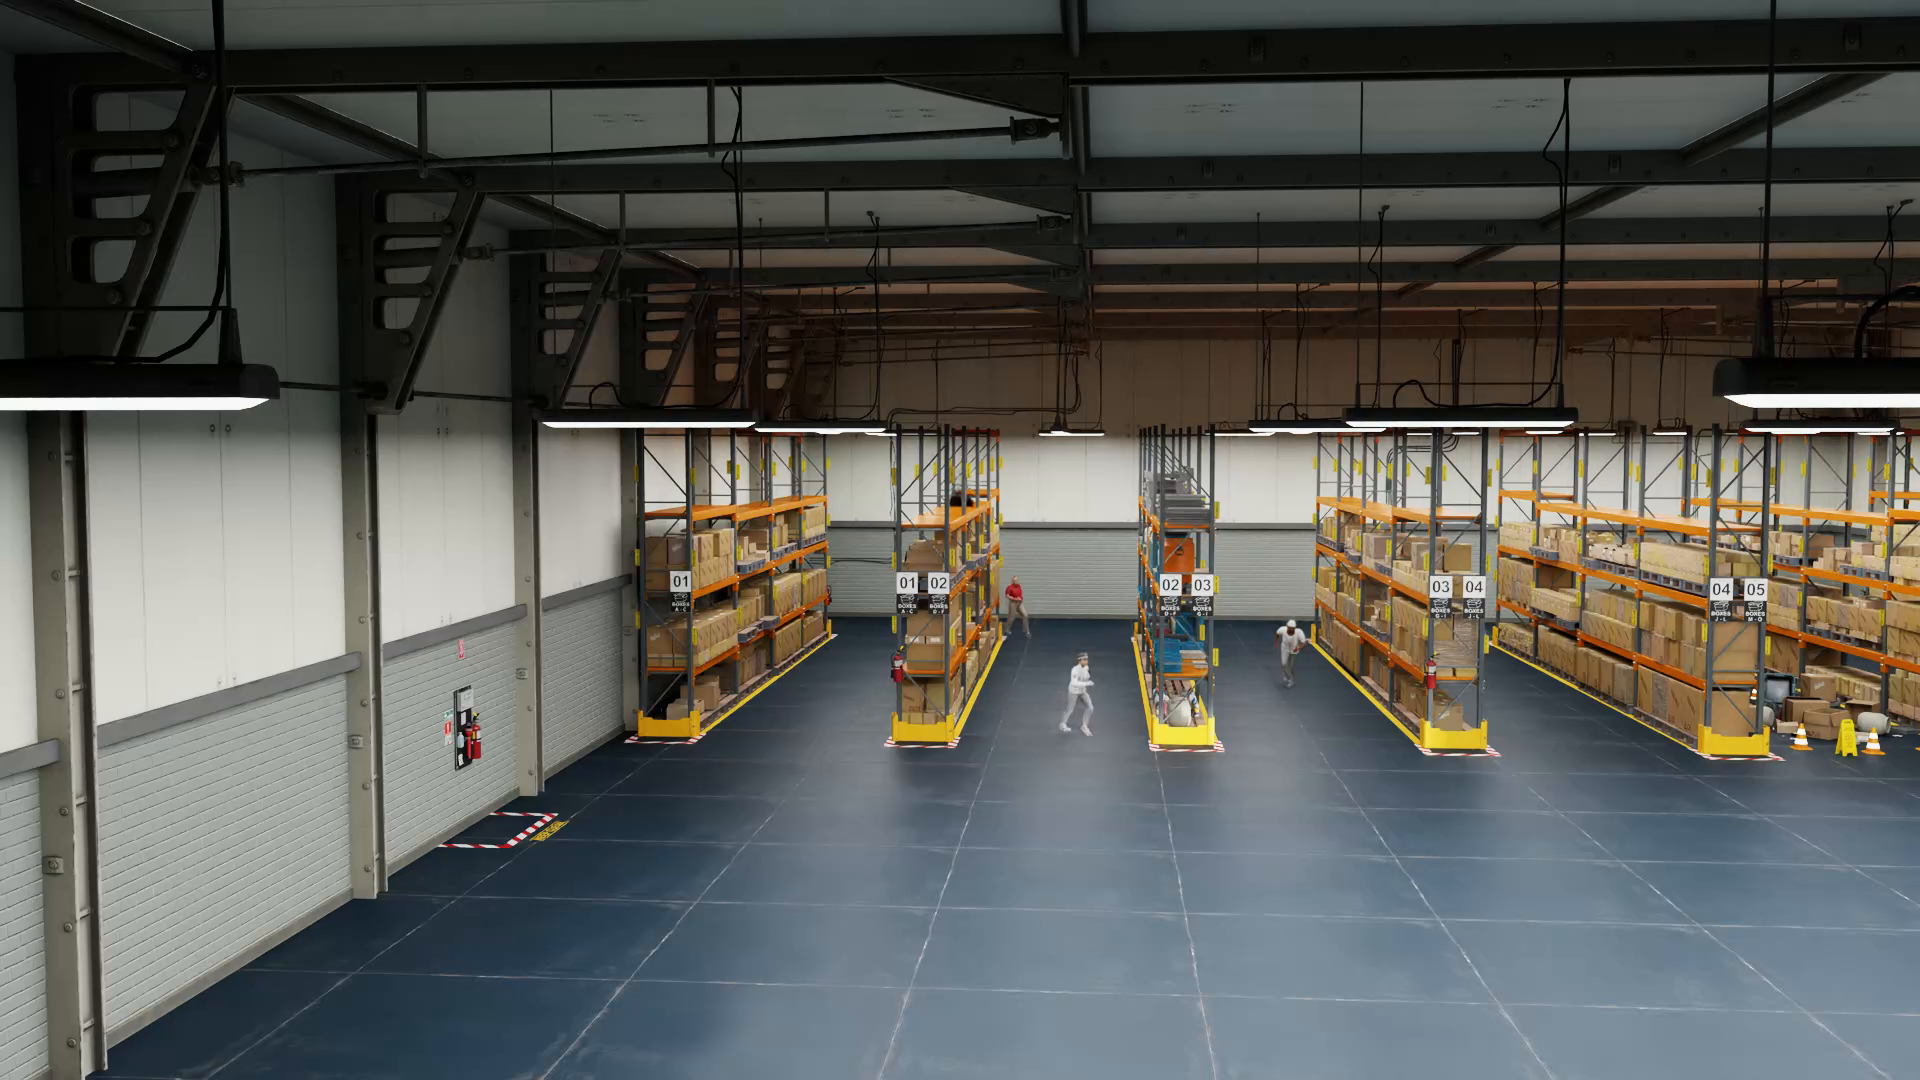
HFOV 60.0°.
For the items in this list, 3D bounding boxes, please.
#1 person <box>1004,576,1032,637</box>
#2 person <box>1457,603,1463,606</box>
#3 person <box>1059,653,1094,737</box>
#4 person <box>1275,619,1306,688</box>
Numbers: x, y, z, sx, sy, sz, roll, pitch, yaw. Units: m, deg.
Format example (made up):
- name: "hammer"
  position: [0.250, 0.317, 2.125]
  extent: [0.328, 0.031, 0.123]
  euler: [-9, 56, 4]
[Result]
- name: "person"
  position: [1.610, 1.940, 48.242]
  extent: [0.669, 1.771, 0.879]
  euler: [-3, 4, -38]
- name: "person"
  position: [13.666, 2.171, 45.706]
  extent: [0.569, 1.528, 0.494]
  euler: [1, 4, 10]
- name: "person"
  position: [2.277, 2.951, 32.027]
  extent: [0.602, 1.623, 0.945]
  euler: [-3, 4, -38]
- name: "person"
  position: [7.652, 2.595, 38.546]
  extent: [0.710, 1.595, 1.112]
  euler: [1, 4, 10]
